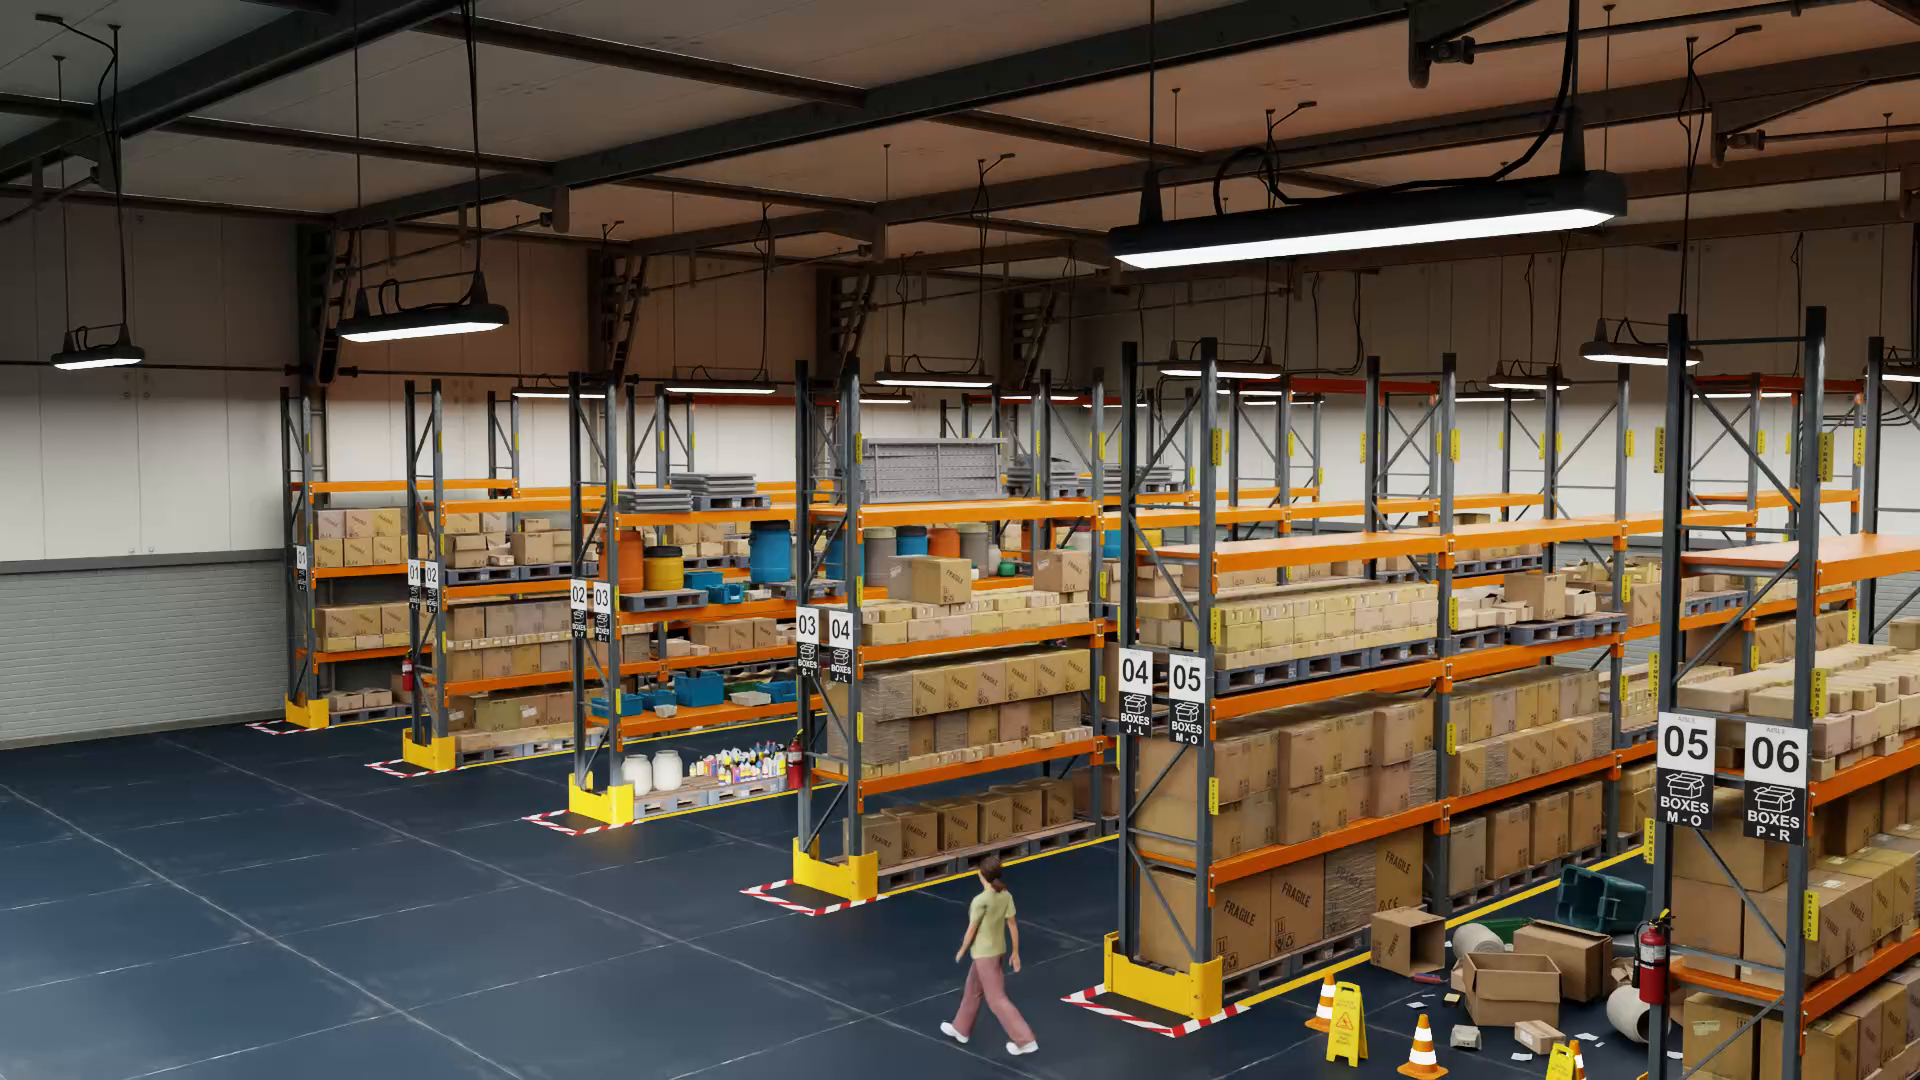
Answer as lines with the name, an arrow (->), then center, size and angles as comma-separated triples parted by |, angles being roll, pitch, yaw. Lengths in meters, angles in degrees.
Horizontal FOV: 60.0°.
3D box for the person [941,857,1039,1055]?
person -> 0.226, 3.583, 13.883 | 1.024, 1.382, 0.411 | 2, 4, 26
